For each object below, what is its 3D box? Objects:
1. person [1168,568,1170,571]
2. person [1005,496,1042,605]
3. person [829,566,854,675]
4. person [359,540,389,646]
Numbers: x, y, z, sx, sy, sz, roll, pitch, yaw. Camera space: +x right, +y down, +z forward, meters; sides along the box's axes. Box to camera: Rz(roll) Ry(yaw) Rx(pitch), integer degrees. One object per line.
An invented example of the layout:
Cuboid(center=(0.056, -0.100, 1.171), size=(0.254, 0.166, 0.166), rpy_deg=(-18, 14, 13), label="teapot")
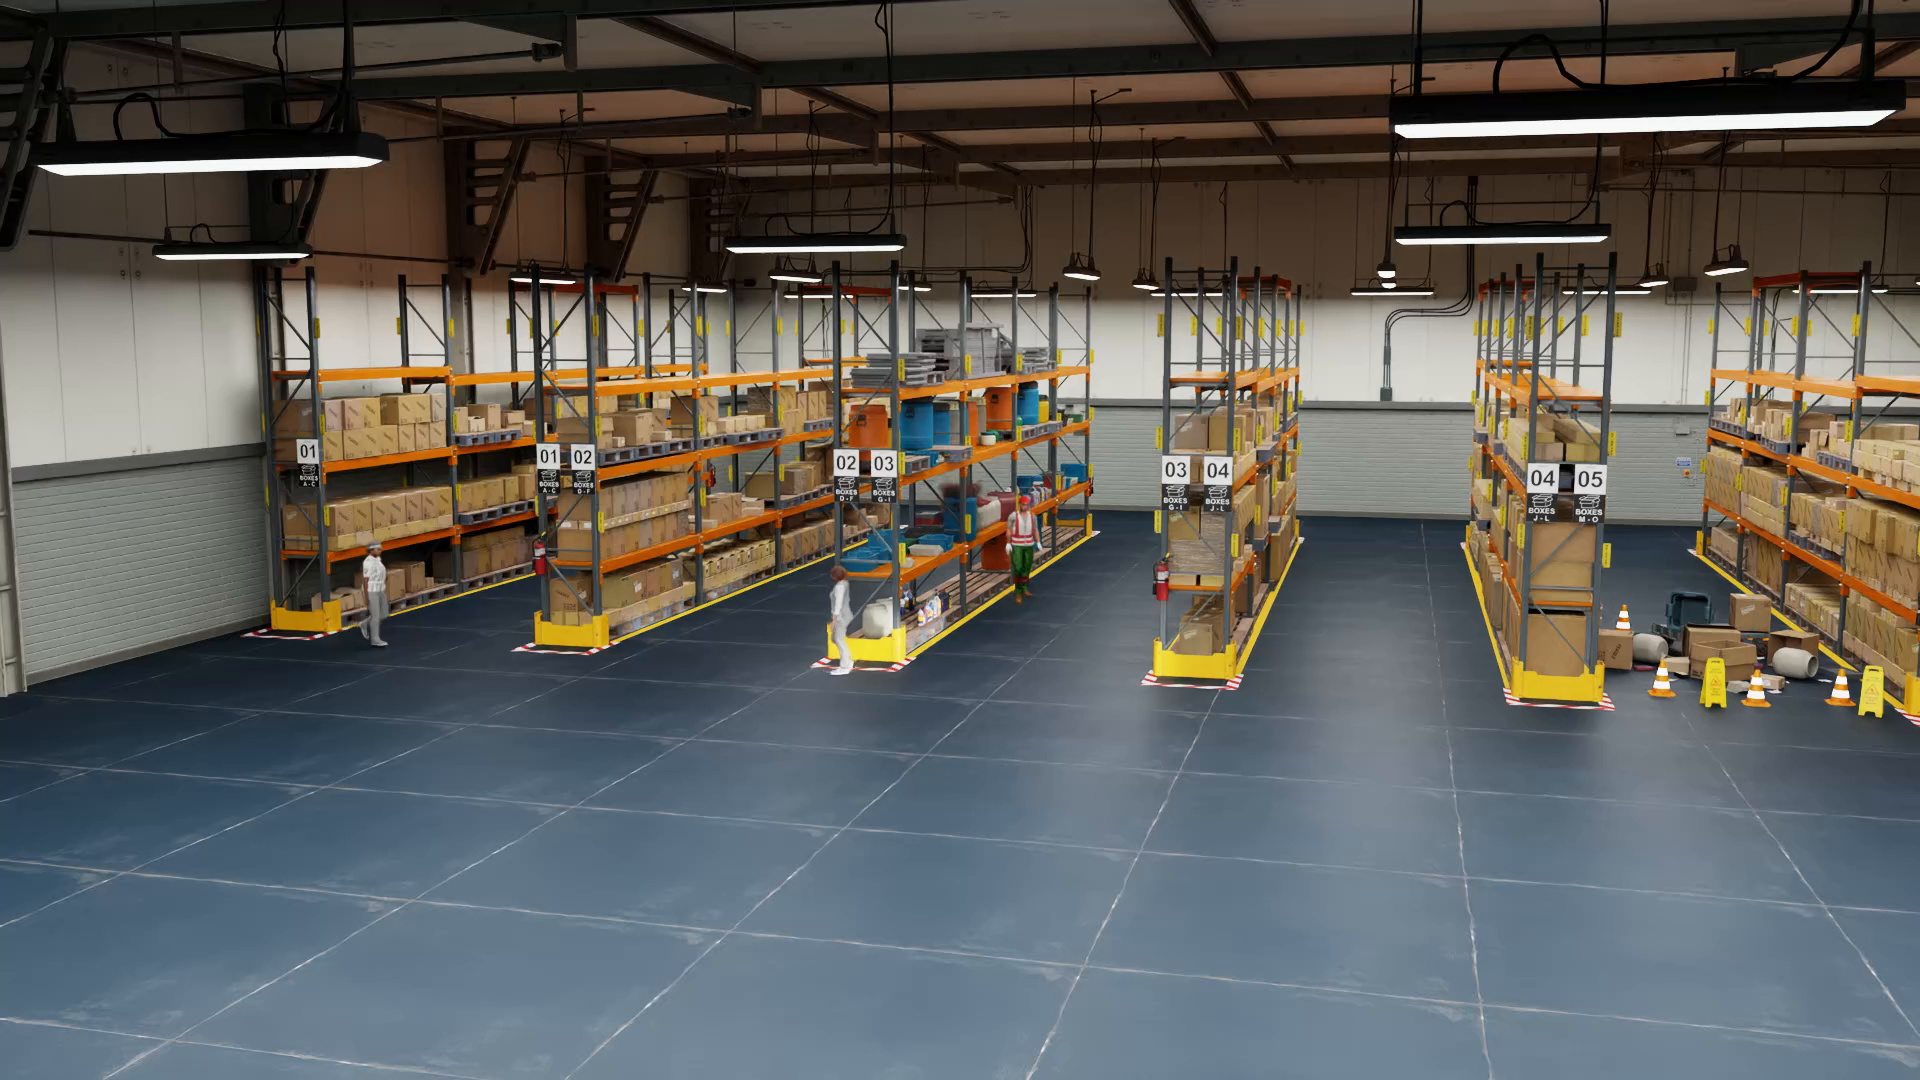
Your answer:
Cuboid(center=(4.465, -0.185, 34.393), size=(0.487, 1.602, 1.029), rpy_deg=(2, 8, 16), label="person")
Cuboid(center=(1.115, 0.166, 29.111), size=(0.629, 1.900, 0.376), rpy_deg=(-2, 8, -17), label="person")
Cuboid(center=(-1.725, 1.175, 24.071), size=(0.363, 1.631, 0.468), rpy_deg=(1, 7, 7), label="person")
Cuboid(center=(-9.324, 0.827, 26.324), size=(0.596, 1.668, 0.439), rpy_deg=(2, 8, 15), label="person")
